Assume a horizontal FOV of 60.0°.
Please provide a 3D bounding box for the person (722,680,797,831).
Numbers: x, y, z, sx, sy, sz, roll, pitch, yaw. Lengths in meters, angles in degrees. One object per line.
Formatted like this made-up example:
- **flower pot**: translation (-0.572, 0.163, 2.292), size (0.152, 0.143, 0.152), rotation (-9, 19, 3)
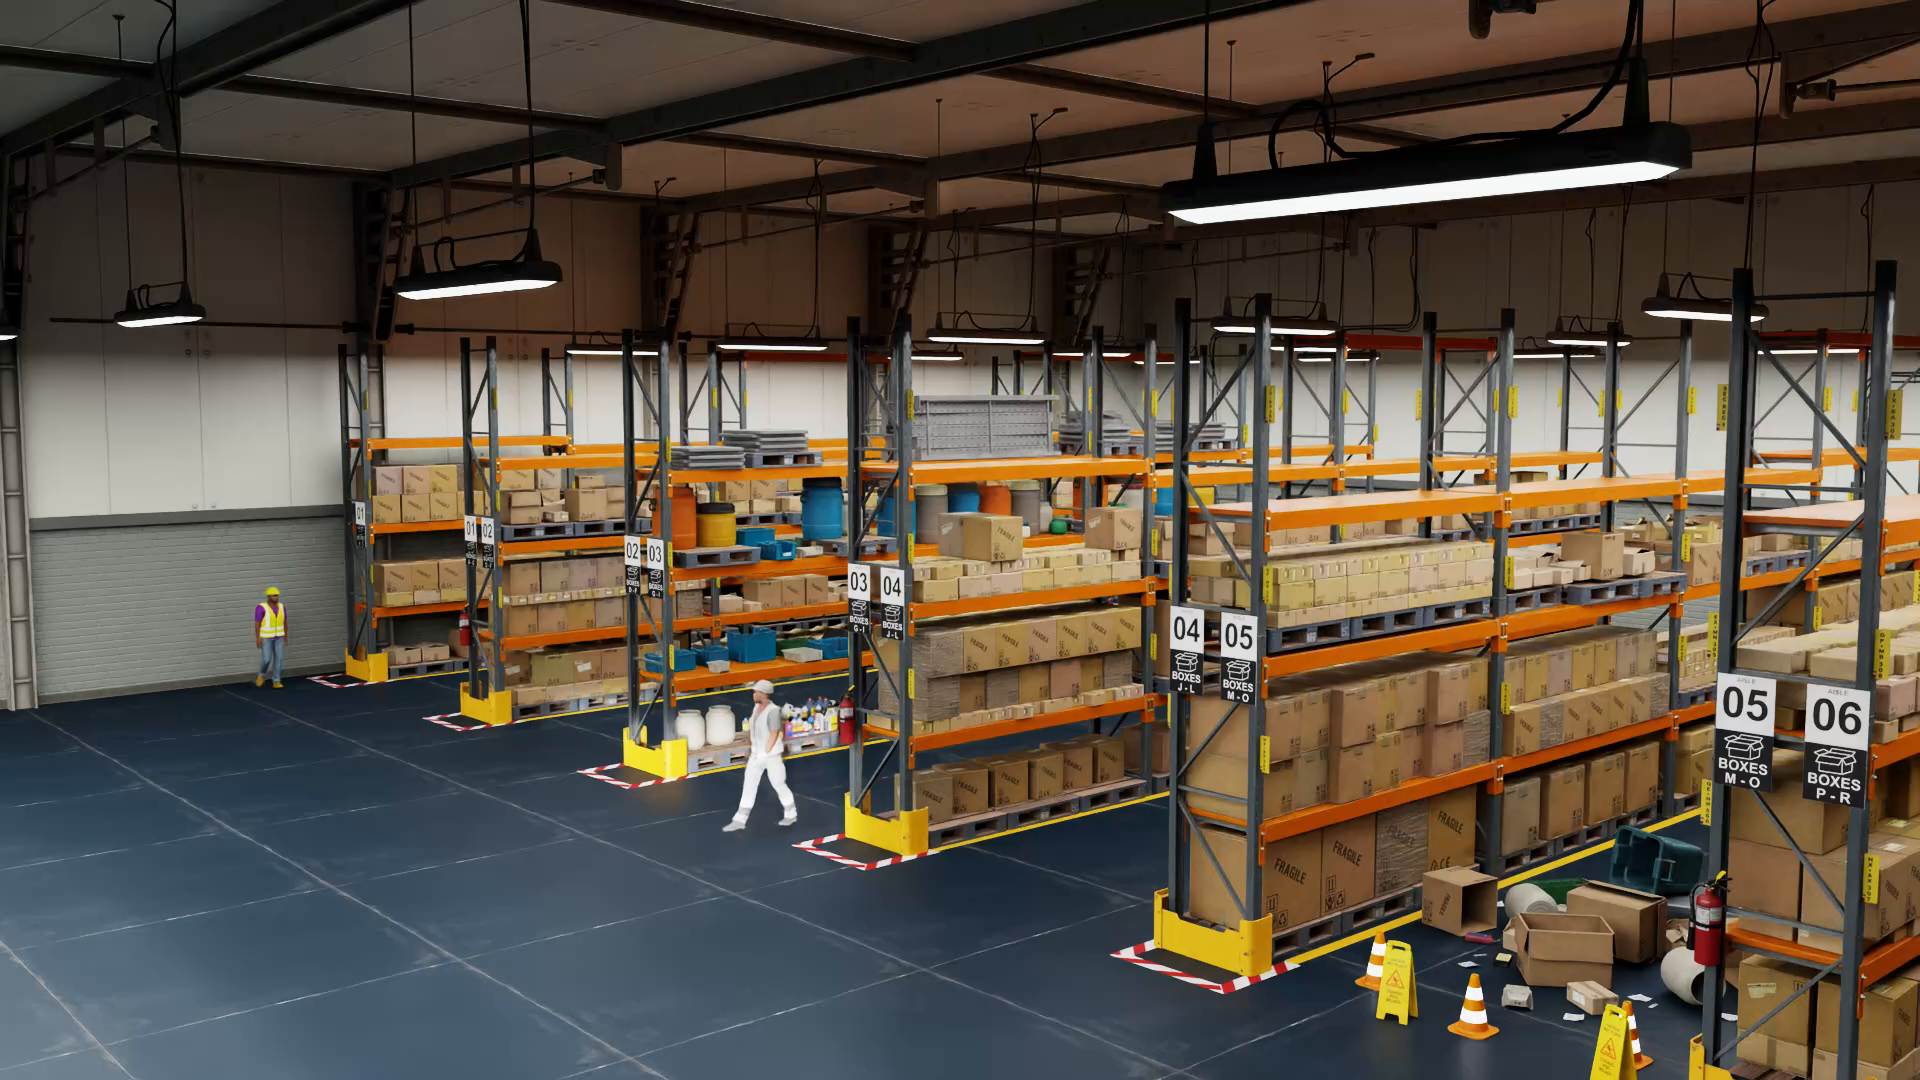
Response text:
- **person**: translation (-2.356, 2.519, 19.484), size (0.977, 1.746, 0.565), rotation (-5, 7, -43)

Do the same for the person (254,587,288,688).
- **person**: translation (-11.956, 1.686, 28.836), size (0.504, 1.765, 0.597), rotation (5, 7, 42)
